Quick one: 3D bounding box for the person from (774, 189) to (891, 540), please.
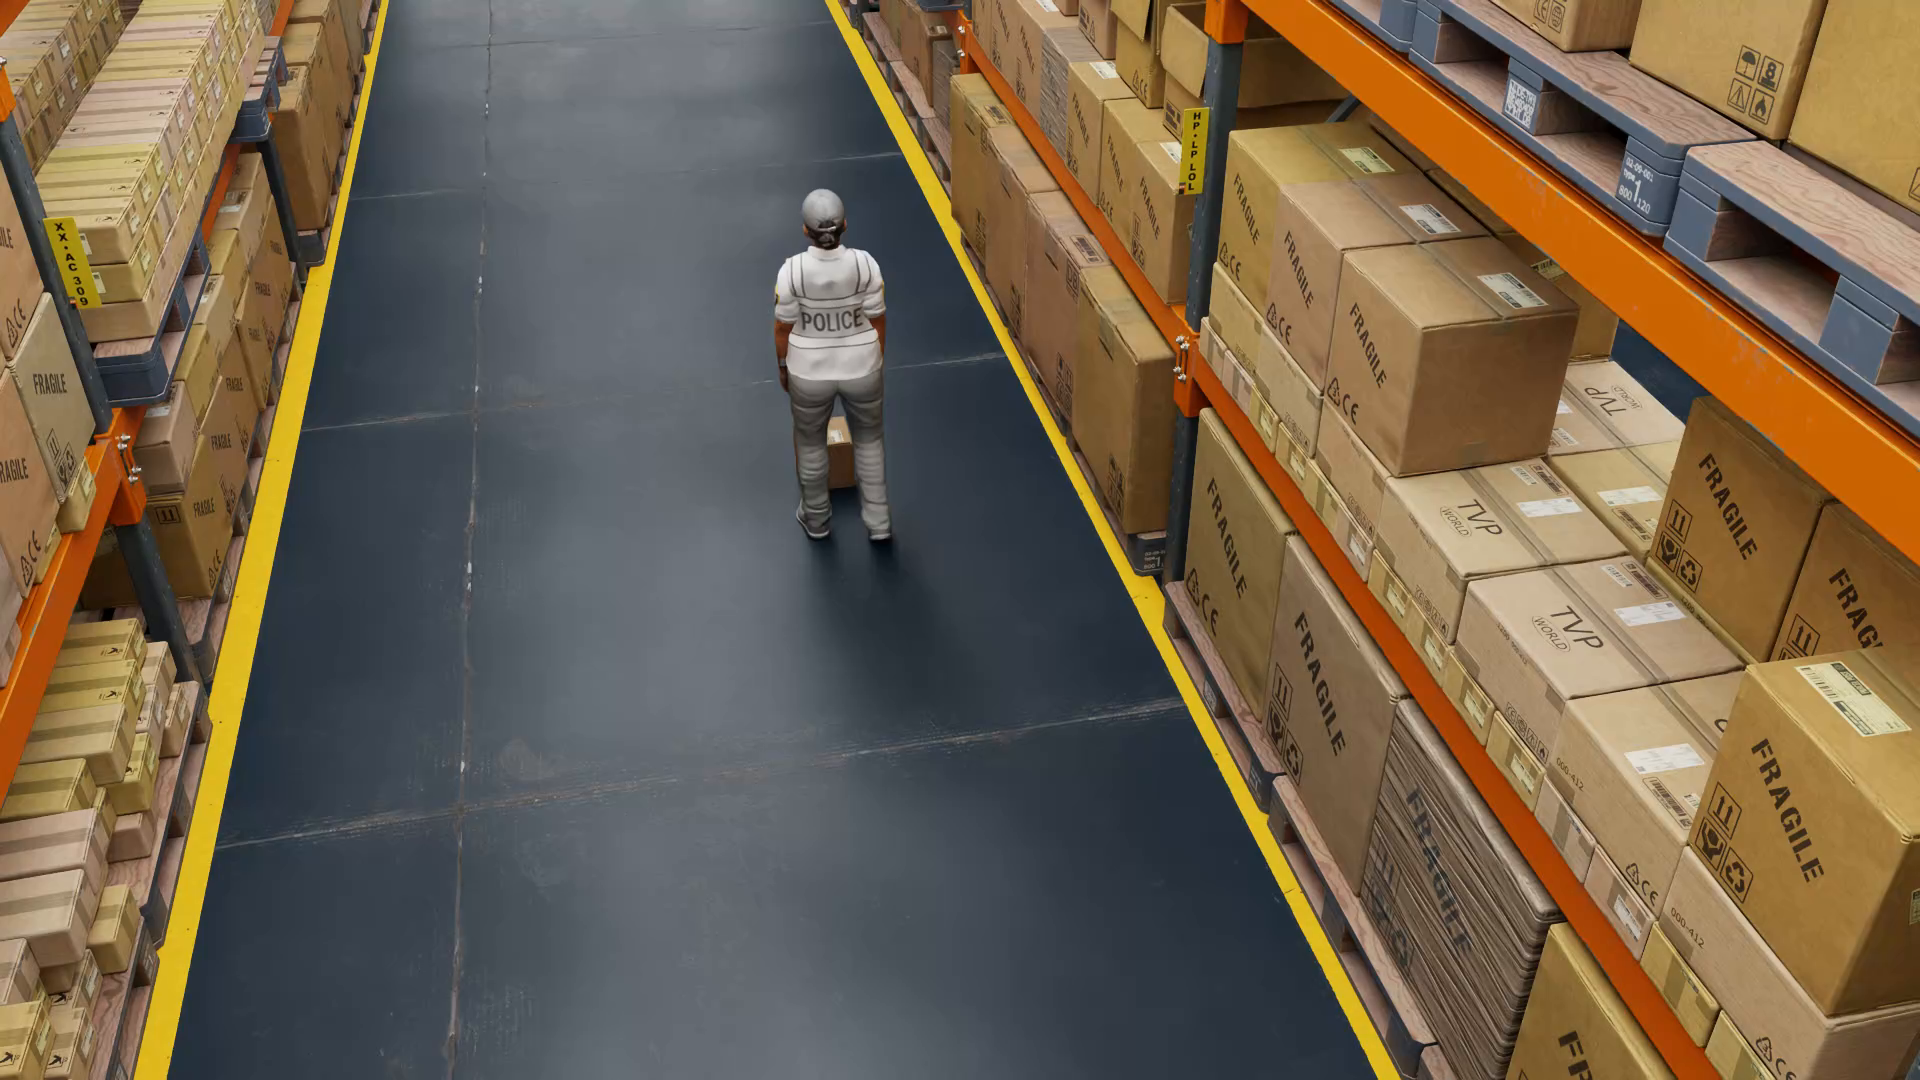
[{"bbox_3d":[-0.556,-0.707,7.233,0.481,1.737,0.423,-7,35,-9],"label":"person"}]
